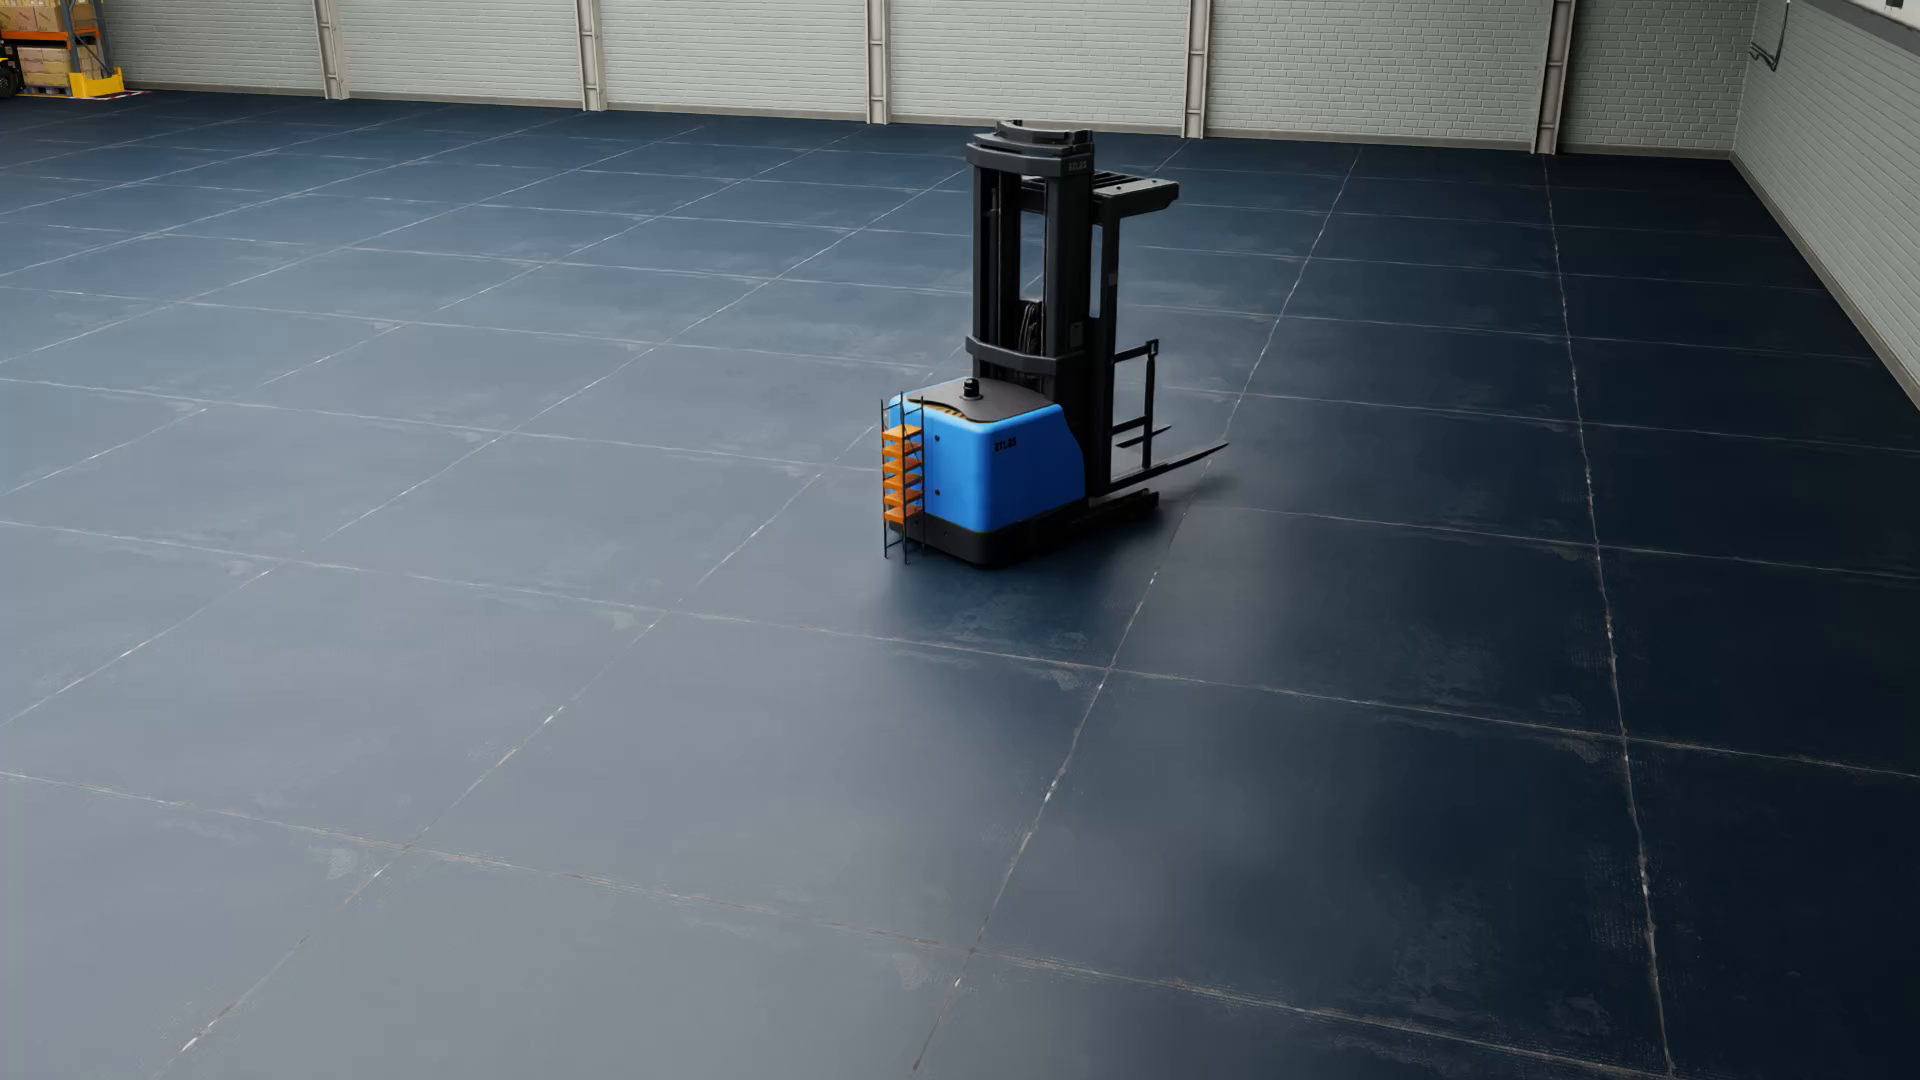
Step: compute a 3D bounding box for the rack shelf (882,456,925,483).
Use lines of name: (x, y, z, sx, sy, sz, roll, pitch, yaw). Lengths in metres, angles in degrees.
rack shelf: (-0.398, -0.501, 11.708, 0.180, 0.103, 0.258, 16, 28, 34)

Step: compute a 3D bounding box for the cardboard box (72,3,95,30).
cardboard box: (-18.754, -11.090, 35.222, 0.500, 0.500, 0.500, 7, 23, 17)

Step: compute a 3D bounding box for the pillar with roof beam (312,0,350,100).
pillar with roof beam: (-14.265, -11.846, 29.292, 0.400, 9.000, 9.100, 7, 23, 16)

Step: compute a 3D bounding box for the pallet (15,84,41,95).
pallet: (-20.268, -9.802, 35.887, 1.213, 0.211, 1.003, 7, 23, 15)

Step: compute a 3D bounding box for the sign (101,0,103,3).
sign: (-18.194, -11.527, 35.174, 0.005, 0.325, 0.100, 7, 23, 16)

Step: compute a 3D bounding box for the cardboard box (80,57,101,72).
cardboard box: (-18.750, -10.169, 35.520, 0.500, 0.250, 0.500, 7, 23, 16)

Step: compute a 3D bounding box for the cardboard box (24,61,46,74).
cardboard box: (-19.393, -10.041, 35.207, 0.500, 0.250, 0.500, 6, 23, 15)

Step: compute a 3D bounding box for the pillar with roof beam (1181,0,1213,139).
pillar with roof beam: (2.967, -9.873, 24.482, 0.400, 9.000, 9.100, 7, 23, 16)

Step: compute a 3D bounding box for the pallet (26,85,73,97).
pallet: (-19.104, -9.667, 35.559, 1.213, 0.211, 1.003, 7, 23, 16)

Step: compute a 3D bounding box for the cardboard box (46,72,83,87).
cardboard box: (-18.901, -9.748, 35.151, 0.500, 0.250, 0.500, 7, 23, 16)

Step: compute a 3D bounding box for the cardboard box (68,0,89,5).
cardboard box: (-18.610, -11.367, 35.041, 0.250, 0.149, 0.380, 6, 23, 14)

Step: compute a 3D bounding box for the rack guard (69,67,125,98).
rack guard: (-18.337, -9.730, 35.331, 0.348, 0.500, 1.175, 7, 23, 16)

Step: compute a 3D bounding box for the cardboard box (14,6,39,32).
cardboard box: (-19.401, -10.954, 34.890, 0.500, 0.500, 0.500, 7, 23, 17)

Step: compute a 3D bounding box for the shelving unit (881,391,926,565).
shelving unit: (-0.398, -0.431, 11.737, 0.189, 1.200, 0.258, 16, 28, 34)

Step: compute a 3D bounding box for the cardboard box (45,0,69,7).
cardboard box: (-18.773, -11.171, 34.565, 0.250, 0.149, 0.380, 7, 23, 16)

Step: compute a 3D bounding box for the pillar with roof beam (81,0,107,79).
pillar with roof beam: (-20.009, -12.504, 30.896, 0.400, 9.000, 9.100, 7, 23, 16)

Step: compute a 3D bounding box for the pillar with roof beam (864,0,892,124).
pillar with roof beam: (-2.777, -10.531, 26.085, 0.400, 9.000, 9.100, 7, 23, 16)

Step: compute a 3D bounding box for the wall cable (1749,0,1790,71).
wall cable: (12.394, -8.539, 25.322, 0.112, 2.526, 3.097, 7, 23, 16)

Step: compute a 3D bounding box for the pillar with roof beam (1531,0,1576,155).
pillar with roof beam: (8.712, -9.215, 22.878, 0.400, 9.000, 9.100, 7, 23, 16)

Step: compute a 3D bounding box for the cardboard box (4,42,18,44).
cardboard box: (-20.692, -10.618, 35.955, 0.500, 0.250, 0.500, 7, 23, 16)

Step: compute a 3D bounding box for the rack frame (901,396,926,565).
rack frame: (-0.325, -0.410, 11.687, 0.006, 1.200, 0.240, 16, 28, 34)

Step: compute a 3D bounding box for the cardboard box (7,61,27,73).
cardboard box: (-19.893, -10.090, 35.326, 0.500, 0.250, 0.500, 6, 23, 14)

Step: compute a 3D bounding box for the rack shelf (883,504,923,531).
rack shelf: (-0.397, -0.169, 11.847, 0.180, 0.103, 0.258, 16, 28, 34)

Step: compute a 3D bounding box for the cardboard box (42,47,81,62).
cardboard box: (-18.891, -10.211, 34.962, 0.500, 0.250, 0.500, 7, 23, 17)

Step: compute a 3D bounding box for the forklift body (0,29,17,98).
forklift body: (-20.702, -10.041, 33.915, 1.214, 2.155, 2.313, 7, 23, 16)

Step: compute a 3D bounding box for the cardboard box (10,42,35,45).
cardboard box: (-20.209, -10.566, 35.828, 0.500, 0.250, 0.500, 6, 23, 14)

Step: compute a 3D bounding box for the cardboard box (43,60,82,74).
cardboard box: (-18.916, -9.982, 35.063, 0.500, 0.250, 0.500, 6, 23, 15)

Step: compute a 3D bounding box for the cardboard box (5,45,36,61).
cardboard box: (-19.867, -10.316, 35.219, 0.500, 0.250, 0.500, 7, 23, 16)

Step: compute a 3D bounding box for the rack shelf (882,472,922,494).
rack shelf: (-0.398, -0.390, 11.754, 0.180, 0.103, 0.258, 16, 28, 34)

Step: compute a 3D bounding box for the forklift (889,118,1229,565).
forklift: (0.887, -1.643, 12.413, 3.031, 2.935, 1.130, -20, 30, -40)

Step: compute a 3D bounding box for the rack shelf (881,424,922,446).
rack shelf: (-0.399, -0.722, 11.616, 0.180, 0.103, 0.258, 16, 28, 34)

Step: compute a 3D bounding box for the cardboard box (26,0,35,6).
cardboard box: (-19.257, -11.239, 34.731, 0.250, 0.149, 0.380, 7, 23, 17)

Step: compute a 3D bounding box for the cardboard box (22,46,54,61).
cardboard box: (-19.381, -10.264, 35.093, 0.500, 0.250, 0.500, 7, 23, 16)

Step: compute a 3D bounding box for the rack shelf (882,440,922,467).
rack shelf: (-0.399, -0.612, 11.662, 0.180, 0.103, 0.258, 16, 28, 34)

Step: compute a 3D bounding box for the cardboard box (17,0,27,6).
cardboard box: (-19.491, -11.271, 34.807, 0.250, 0.149, 0.380, 6, 23, 15)

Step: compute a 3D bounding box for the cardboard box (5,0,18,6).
cardboard box: (-19.760, -11.283, 34.837, 0.250, 0.149, 0.380, 6, 23, 14)

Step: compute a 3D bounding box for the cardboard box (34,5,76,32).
cardboard box: (-18.907, -10.894, 34.743, 0.500, 0.500, 0.500, 6, 23, 14)

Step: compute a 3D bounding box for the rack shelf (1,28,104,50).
rack shelf: (-20.274, -10.775, 35.534, 4.000, 0.370, 1.077, 7, 23, 16)

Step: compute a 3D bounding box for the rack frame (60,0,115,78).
rack frame: (-18.360, -10.889, 34.863, 0.127, 3.000, 1.000, 7, 23, 16)

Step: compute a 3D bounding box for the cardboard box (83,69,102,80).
cardboard box: (-18.773, -9.936, 35.610, 0.500, 0.250, 0.500, 7, 23, 16)

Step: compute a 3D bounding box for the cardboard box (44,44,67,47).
cardboard box: (-19.245, -10.448, 35.542, 0.500, 0.250, 0.500, 7, 23, 16)

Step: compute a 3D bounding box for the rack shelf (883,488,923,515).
rack shelf: (-0.397, -0.279, 11.800, 0.180, 0.103, 0.258, 16, 28, 34)

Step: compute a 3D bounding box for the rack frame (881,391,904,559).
rack frame: (-0.471, -0.452, 11.788, 0.006, 1.200, 0.240, 16, 28, 34)

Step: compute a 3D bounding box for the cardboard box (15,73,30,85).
cardboard box: (-19.851, -9.864, 35.434, 0.500, 0.250, 0.500, 7, 23, 16)

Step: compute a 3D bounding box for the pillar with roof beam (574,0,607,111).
pillar with roof beam: (-8.521, -11.189, 27.689, 0.400, 9.000, 9.100, 7, 23, 16)

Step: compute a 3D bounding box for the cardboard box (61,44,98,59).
cardboard box: (-18.765, -10.395, 35.411, 0.500, 0.250, 0.500, 6, 23, 15)

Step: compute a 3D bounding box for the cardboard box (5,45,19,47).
cardboard box: (-20.350, -10.374, 35.362, 0.500, 0.250, 0.500, 6, 23, 14)

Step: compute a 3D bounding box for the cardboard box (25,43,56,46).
cardboard box: (-19.720, -10.507, 35.685, 0.500, 0.250, 0.500, 6, 23, 15)

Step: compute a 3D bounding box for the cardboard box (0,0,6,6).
cardboard box: (-20.008, -11.303, 34.887, 0.250, 0.149, 0.380, 7, 23, 16)

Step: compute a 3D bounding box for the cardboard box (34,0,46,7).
cardboard box: (-19.026, -11.189, 34.607, 0.250, 0.149, 0.380, 7, 23, 16)

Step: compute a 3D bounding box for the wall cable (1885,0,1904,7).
wall cable: (9.636, -8.102, 15.683, 0.169, 6.003, 2.305, 7, 23, 16)

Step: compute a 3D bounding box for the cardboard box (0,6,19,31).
cardboard box: (-19.891, -11.010, 35.026, 0.500, 0.500, 0.500, 6, 23, 14)

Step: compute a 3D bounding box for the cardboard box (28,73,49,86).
cardboard box: (-19.374, -9.806, 35.292, 0.500, 0.250, 0.500, 7, 23, 15)
